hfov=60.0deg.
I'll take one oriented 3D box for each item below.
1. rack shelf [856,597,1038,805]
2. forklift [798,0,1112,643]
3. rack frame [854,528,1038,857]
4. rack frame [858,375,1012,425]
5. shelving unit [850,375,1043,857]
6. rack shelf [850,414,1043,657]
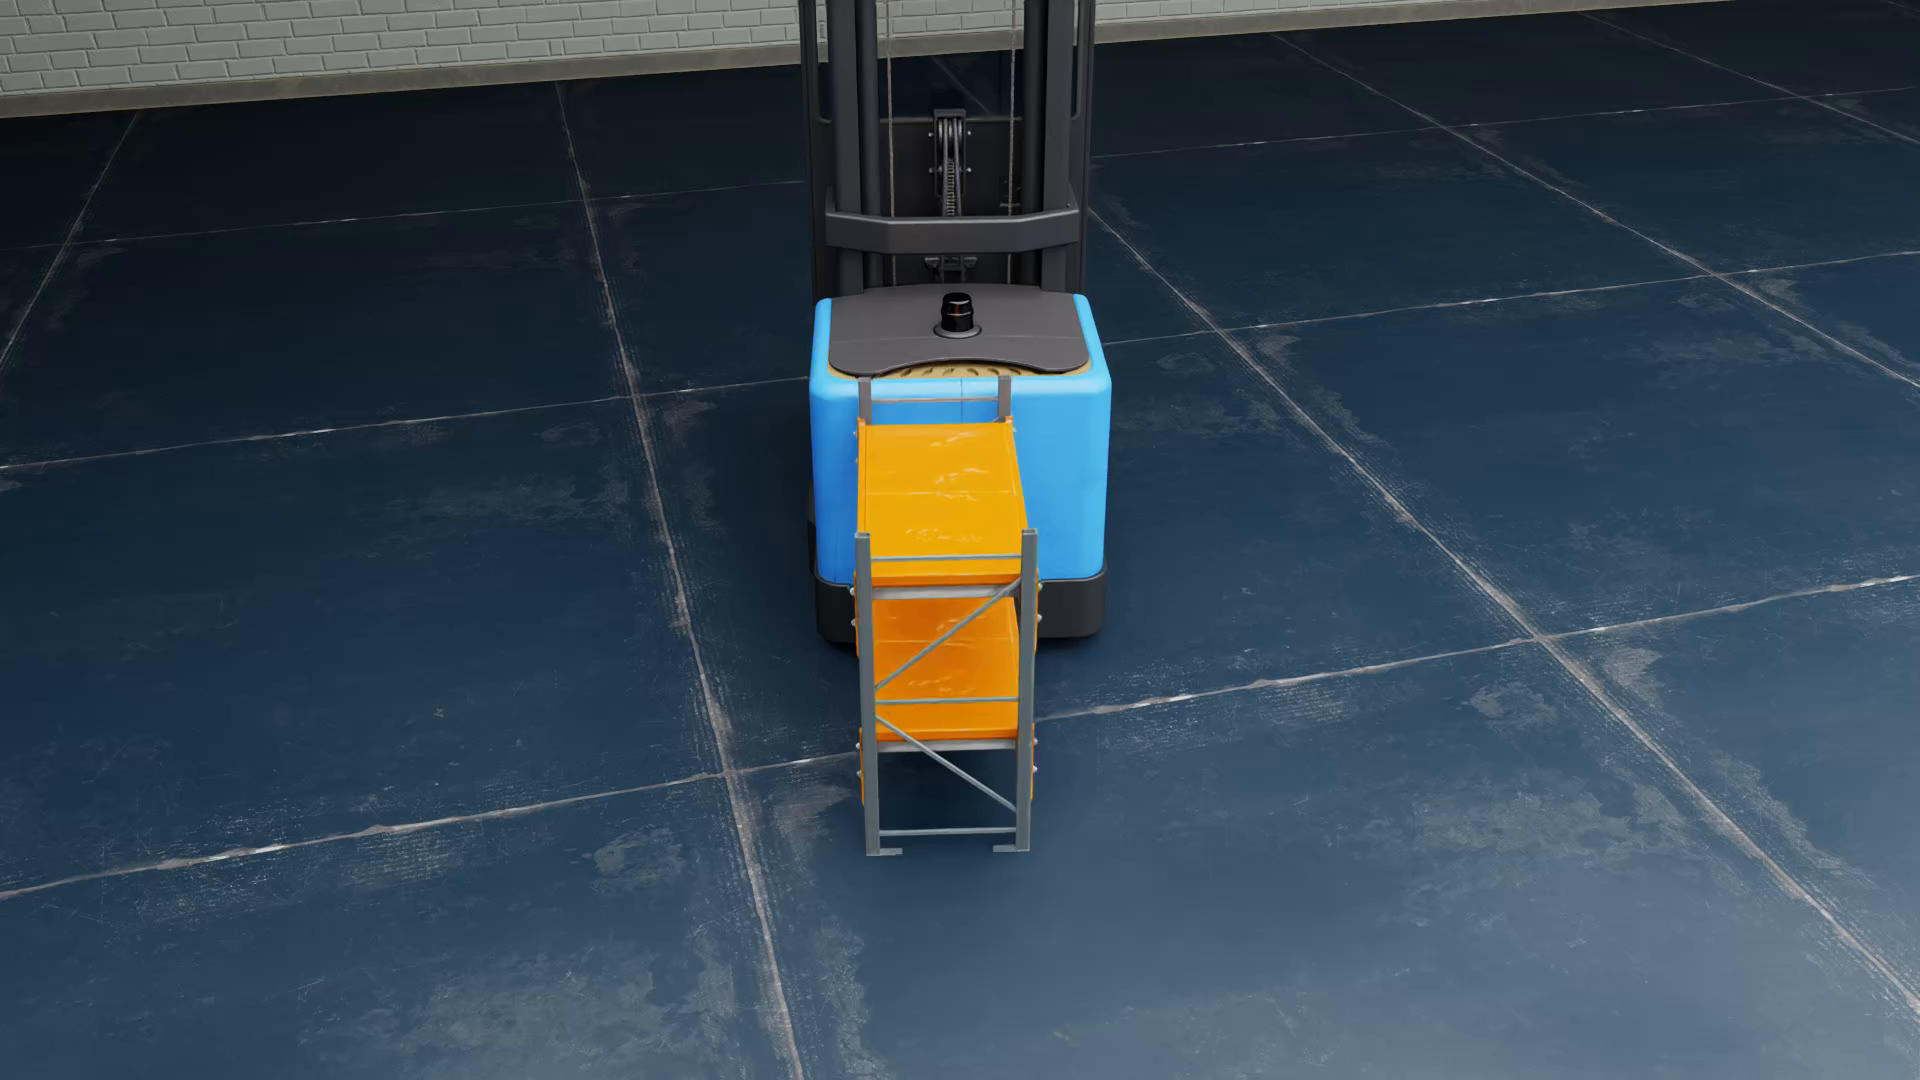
[{"bbox_3d":[-0.060,0.425,5.381,0.538,0.278,1.000,-1,30,-2],"label":"rack shelf"},{"bbox_3d":[-0.059,-1.604,6.595,1.130,2.935,3.031,-1,30,-2],"label":"forklift"},{"bbox_3d":[-0.037,0.468,4.819,0.500,1.125,0.032,-1,30,-2],"label":"rack frame"},{"bbox_3d":[-0.082,-0.041,5.698,0.500,1.125,0.032,-1,30,-2],"label":"rack frame"},{"bbox_3d":[-0.060,0.214,5.258,0.538,1.125,1.048,-1,30,-2],"label":"shelving unit"},{"bbox_3d":[-0.060,-0.040,5.112,0.538,0.278,1.000,-1,30,-2],"label":"rack shelf"}]
